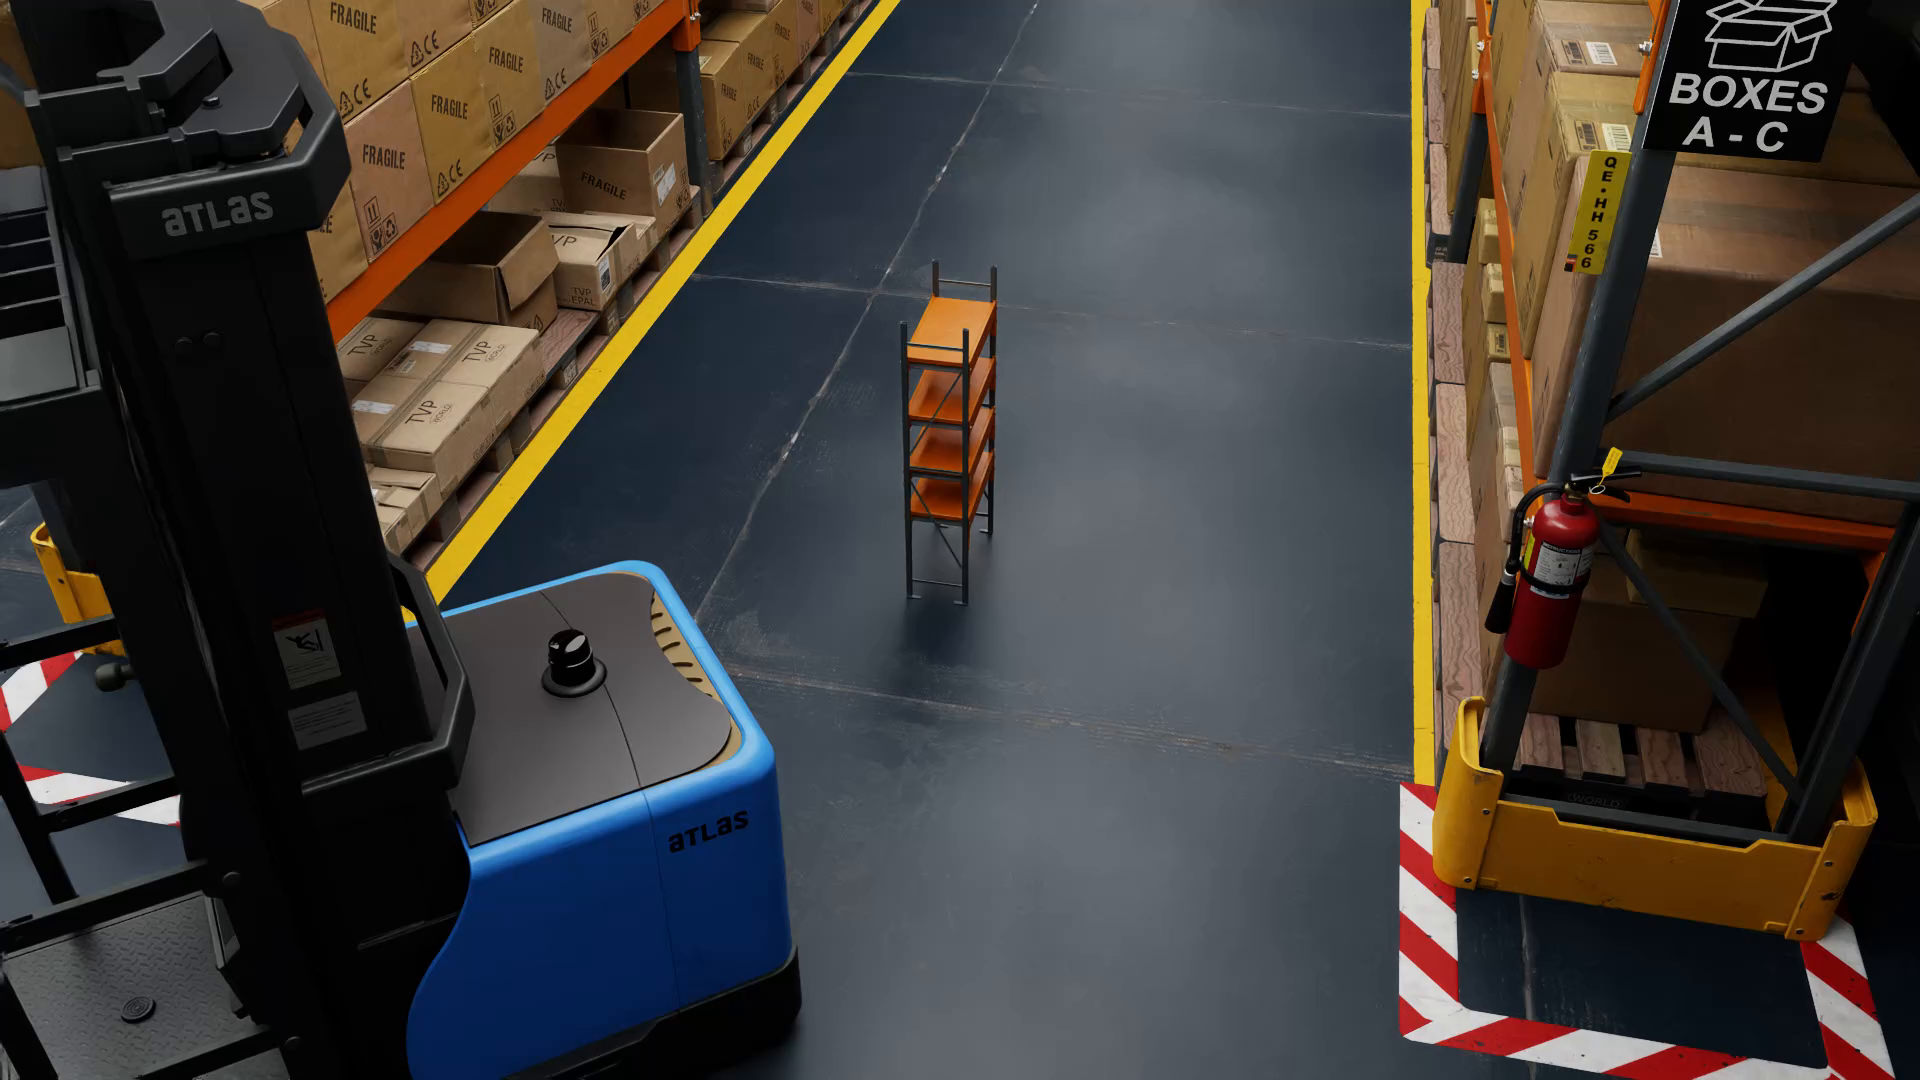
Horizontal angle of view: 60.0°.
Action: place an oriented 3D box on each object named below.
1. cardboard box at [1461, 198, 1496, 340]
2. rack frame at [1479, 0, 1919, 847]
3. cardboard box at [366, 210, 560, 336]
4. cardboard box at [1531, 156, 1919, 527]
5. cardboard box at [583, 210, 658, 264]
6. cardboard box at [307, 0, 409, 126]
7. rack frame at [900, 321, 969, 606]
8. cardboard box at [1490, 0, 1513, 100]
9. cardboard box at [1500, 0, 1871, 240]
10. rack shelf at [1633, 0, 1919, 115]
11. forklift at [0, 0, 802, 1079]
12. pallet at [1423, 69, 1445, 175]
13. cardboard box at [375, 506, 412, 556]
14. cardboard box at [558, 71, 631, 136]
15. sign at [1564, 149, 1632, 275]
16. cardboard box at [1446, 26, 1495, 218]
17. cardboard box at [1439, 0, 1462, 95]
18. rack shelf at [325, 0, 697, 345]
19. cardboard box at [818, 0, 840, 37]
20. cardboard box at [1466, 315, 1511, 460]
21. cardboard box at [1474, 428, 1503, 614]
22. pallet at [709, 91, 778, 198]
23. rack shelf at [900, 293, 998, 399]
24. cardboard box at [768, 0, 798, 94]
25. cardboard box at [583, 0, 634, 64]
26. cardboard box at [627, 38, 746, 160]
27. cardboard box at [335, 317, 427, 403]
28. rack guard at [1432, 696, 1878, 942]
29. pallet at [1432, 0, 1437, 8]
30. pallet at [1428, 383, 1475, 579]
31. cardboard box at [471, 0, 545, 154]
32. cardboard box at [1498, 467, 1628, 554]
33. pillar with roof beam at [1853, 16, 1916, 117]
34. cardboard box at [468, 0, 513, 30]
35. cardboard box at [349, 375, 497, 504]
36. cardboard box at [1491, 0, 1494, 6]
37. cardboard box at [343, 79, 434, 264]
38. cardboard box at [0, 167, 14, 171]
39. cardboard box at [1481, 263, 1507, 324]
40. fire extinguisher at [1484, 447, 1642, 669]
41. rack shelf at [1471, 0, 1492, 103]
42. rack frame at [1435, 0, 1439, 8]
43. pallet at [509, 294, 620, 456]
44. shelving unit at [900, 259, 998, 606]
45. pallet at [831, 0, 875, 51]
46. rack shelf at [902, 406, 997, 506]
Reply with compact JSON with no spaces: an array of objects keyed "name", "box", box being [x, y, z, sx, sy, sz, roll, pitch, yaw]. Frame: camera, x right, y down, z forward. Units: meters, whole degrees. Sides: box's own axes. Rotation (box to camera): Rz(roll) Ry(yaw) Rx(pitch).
[{"name":"cardboard box","box":[2.704,-1.204,7.627,0.700,0.500,0.500,8,37,11]},{"name":"rack frame","box":[2.109,-0.168,4.426,1.000,3.000,0.127,7,37,10]},{"name":"cardboard box","box":[-2.273,-1.170,7.561,0.797,0.503,0.637,7,37,10]},{"name":"cardboard box","box":[2.209,-0.583,4.743,0.980,0.700,0.700,9,37,12]},{"name":"cardboard box","box":[-1.742,-1.519,8.345,0.380,0.149,0.250,7,37,10]},{"name":"cardboard box","box":[-2.274,-1.754,5.677,0.500,0.500,0.500,8,37,10]},{"name":"rack frame","box":[-0.087,-0.251,6.074,0.240,1.200,0.015,7,37,10]},{"name":"cardboard box","box":[2.832,-2.274,7.076,0.980,0.700,0.700,8,37,11]},{"name":"cardboard box","box":[2.525,-1.438,5.922,0.980,0.700,0.700,6,36,8]},{"name":"rack shelf","box":[2.537,-2.238,5.339,1.077,0.370,4.000,7,37,10]},{"name":"forklift","box":[-2.004,0.370,3.742,3.031,2.935,1.130,-17,39,-22]},{"name":"pallet","box":[3.313,-2.486,10.000,1.003,0.211,1.213,7,37,10]},{"name":"cardboard box","box":[-2.306,-0.008,6.259,0.380,0.149,0.250,7,37,10]},{"name":"cardboard box","box":[-2.051,-2.565,9.488,0.500,0.500,0.500,7,37,10]},{"name":"sign","box":[1.582,-0.809,4.122,0.100,0.325,0.005,7,37,10]},{"name":"cardboard box","box":[2.976,-2.150,8.635,0.750,0.750,0.750,8,37,11]},{"name":"cardboard box","box":[3.340,-3.148,10.011,0.750,0.750,0.750,7,37,10]},{"name":"rack shelf","box":[-2.304,-1.642,7.073,1.077,0.370,4.000,7,37,10]},{"name":"cardboard box","box":[-1.103,-3.677,11.023,0.500,0.500,0.500,6,36,8]},{"name":"cardboard box","box":[2.482,-0.622,6.824,0.700,0.500,0.500,8,37,11]},{"name":"cardboard box","box":[2.268,-0.027,6.003,0.700,0.500,0.500,7,37,10]},{"name":"pallet","box":[-1.740,-2.422,9.912,1.003,0.211,1.213,7,37,10]},{"name":"rack shelf","box":[-0.035,-0.709,6.036,0.258,0.148,0.480,7,37,10]},{"name":"cardboard box","box":[-1.318,-3.086,10.207,0.500,0.500,0.500,8,37,11]},{"name":"cardboard box","box":[-1.841,-2.506,7.567,0.500,0.500,0.500,8,37,11]},{"name":"cardboard box","box":[-1.535,-2.493,9.389,0.500,0.500,0.500,6,36,8]},{"name":"cardboard box","box":[-2.623,-0.735,7.177,0.500,0.250,0.500,7,37,10]},{"name":"rack guard","box":[2.104,0.858,5.141,1.175,0.500,0.348,7,37,10]},{"name":"pallet","box":[3.987,-4.074,12.191,1.003,0.211,1.213,7,37,10]},{"name":"pallet","box":[2.467,-0.205,6.853,1.003,0.211,1.213,7,37,10]},{"name":"cardboard box","box":[-2.055,-1.919,6.757,0.500,0.500,0.500,8,37,11]},{"name":"cardboard box","box":[2.011,-0.099,5.550,0.380,0.149,0.250,7,37,9]},{"name":"pillar with roof beam","box":[-0.546,-4.921,5.871,9.100,9.000,0.400,7,37,10]},{"name":"cardboard box","box":[-2.055,-2.332,6.474,0.500,0.500,0.500,7,37,10]},{"name":"cardboard box","box":[-2.231,-0.415,6.734,0.500,0.250,0.500,7,37,10]},{"name":"cardboard box","box":[2.759,-2.597,7.975,0.380,0.149,0.250,8,37,10]},{"name":"cardboard box","box":[-2.273,-1.345,5.965,0.500,0.500,0.500,7,37,10]},{"name":"cardboard box","box":[-2.901,-1.119,5.652,0.500,0.500,0.500,8,37,11]},{"name":"cardboard box","box":[2.341,-0.994,6.784,0.380,0.149,0.250,6,36,9]},{"name":"fire extinguisher","box":[1.626,0.043,4.519,0.296,0.674,0.183,7,37,10]},{"name":"rack shelf","box":[3.391,-3.317,9.383,1.077,0.370,4.000,7,37,10]},{"name":"rack frame","box":[3.818,-4.755,10.754,1.000,3.000,0.127,7,37,10]},{"name":"pallet","box":[-2.282,-0.856,7.751,1.003,0.211,1.213,7,37,10]},{"name":"shelving unit","box":[-0.035,-0.391,6.267,0.258,1.200,0.503,7,37,10]},{"name":"pallet","box":[-1.218,-3.821,11.842,1.003,0.211,1.213,7,37,10]},{"name":"rack shelf","box":[-0.035,-0.336,6.306,0.258,0.148,0.480,7,37,10]}]
